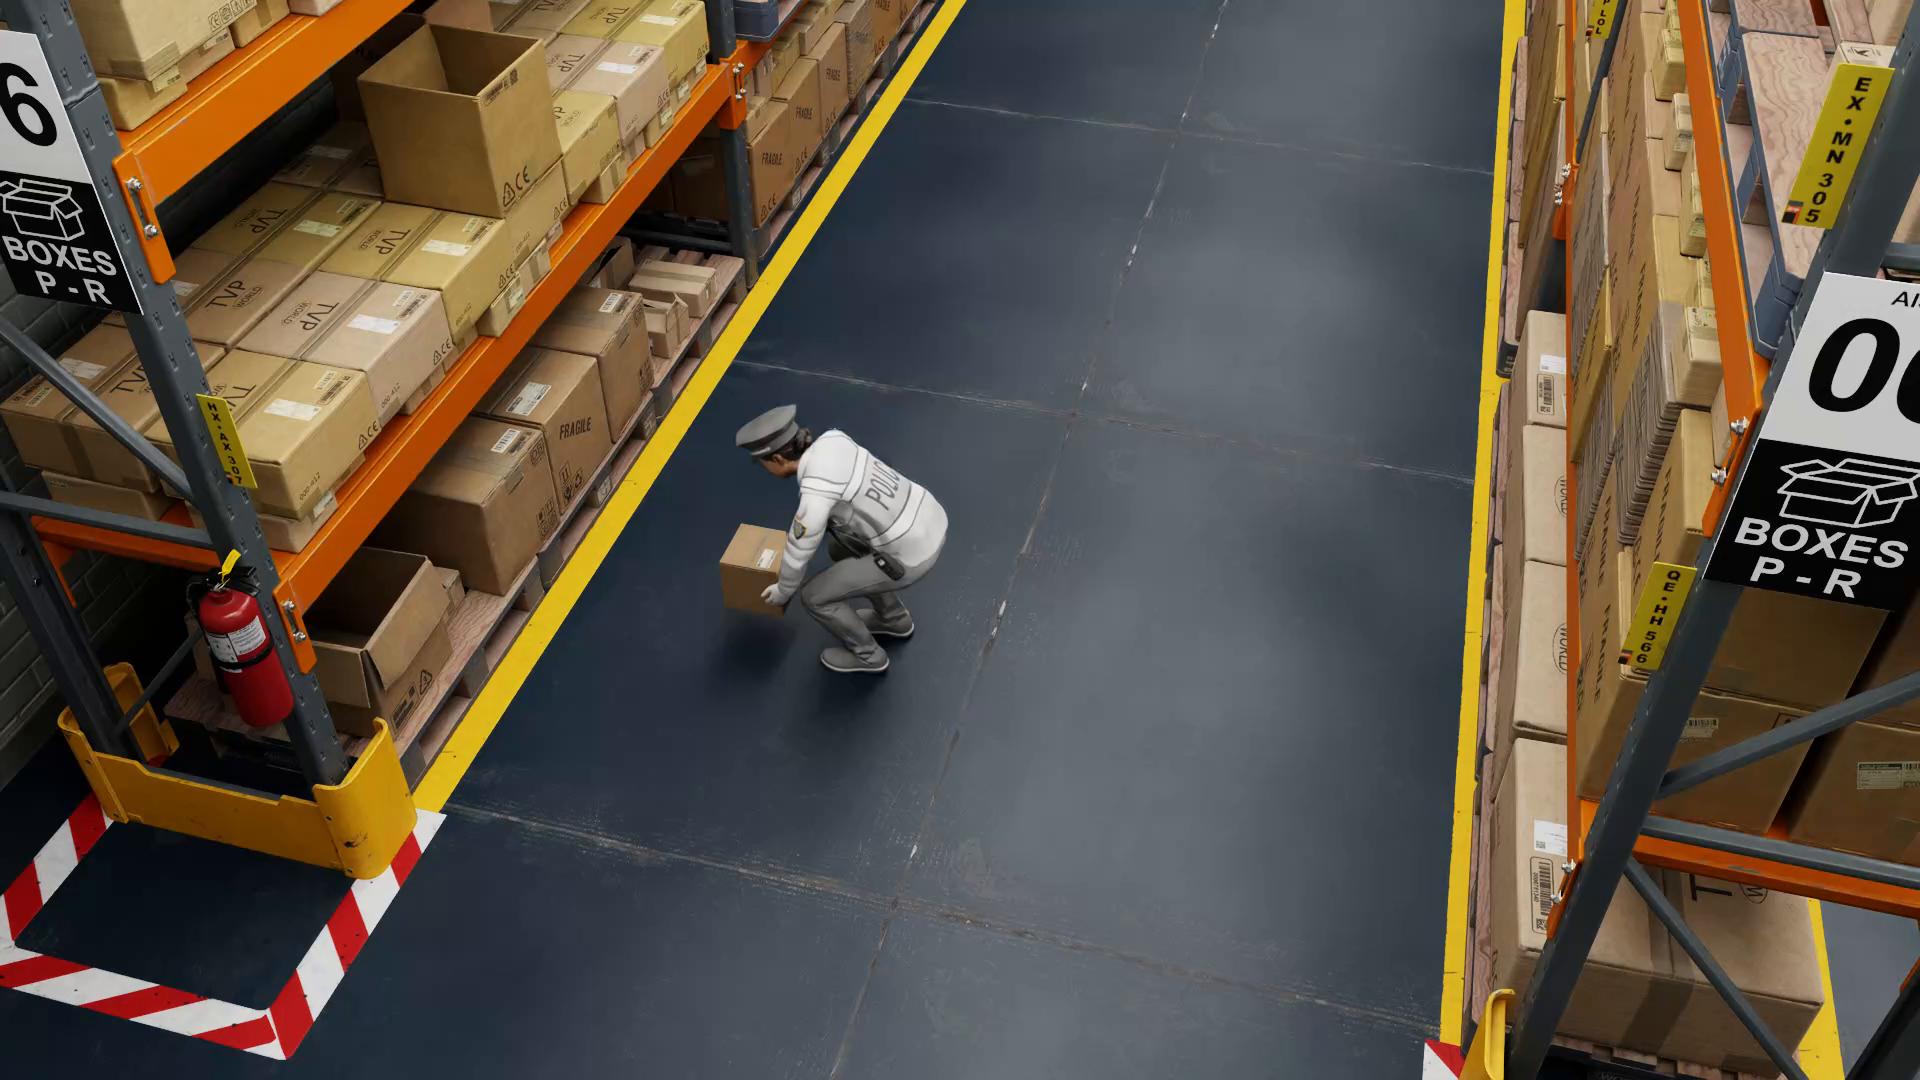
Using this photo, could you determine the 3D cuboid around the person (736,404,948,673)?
[{"bbox_3d":[-0.454,0.012,6.510,0.788,1.188,0.524,10,42,11],"label":"person"}]
